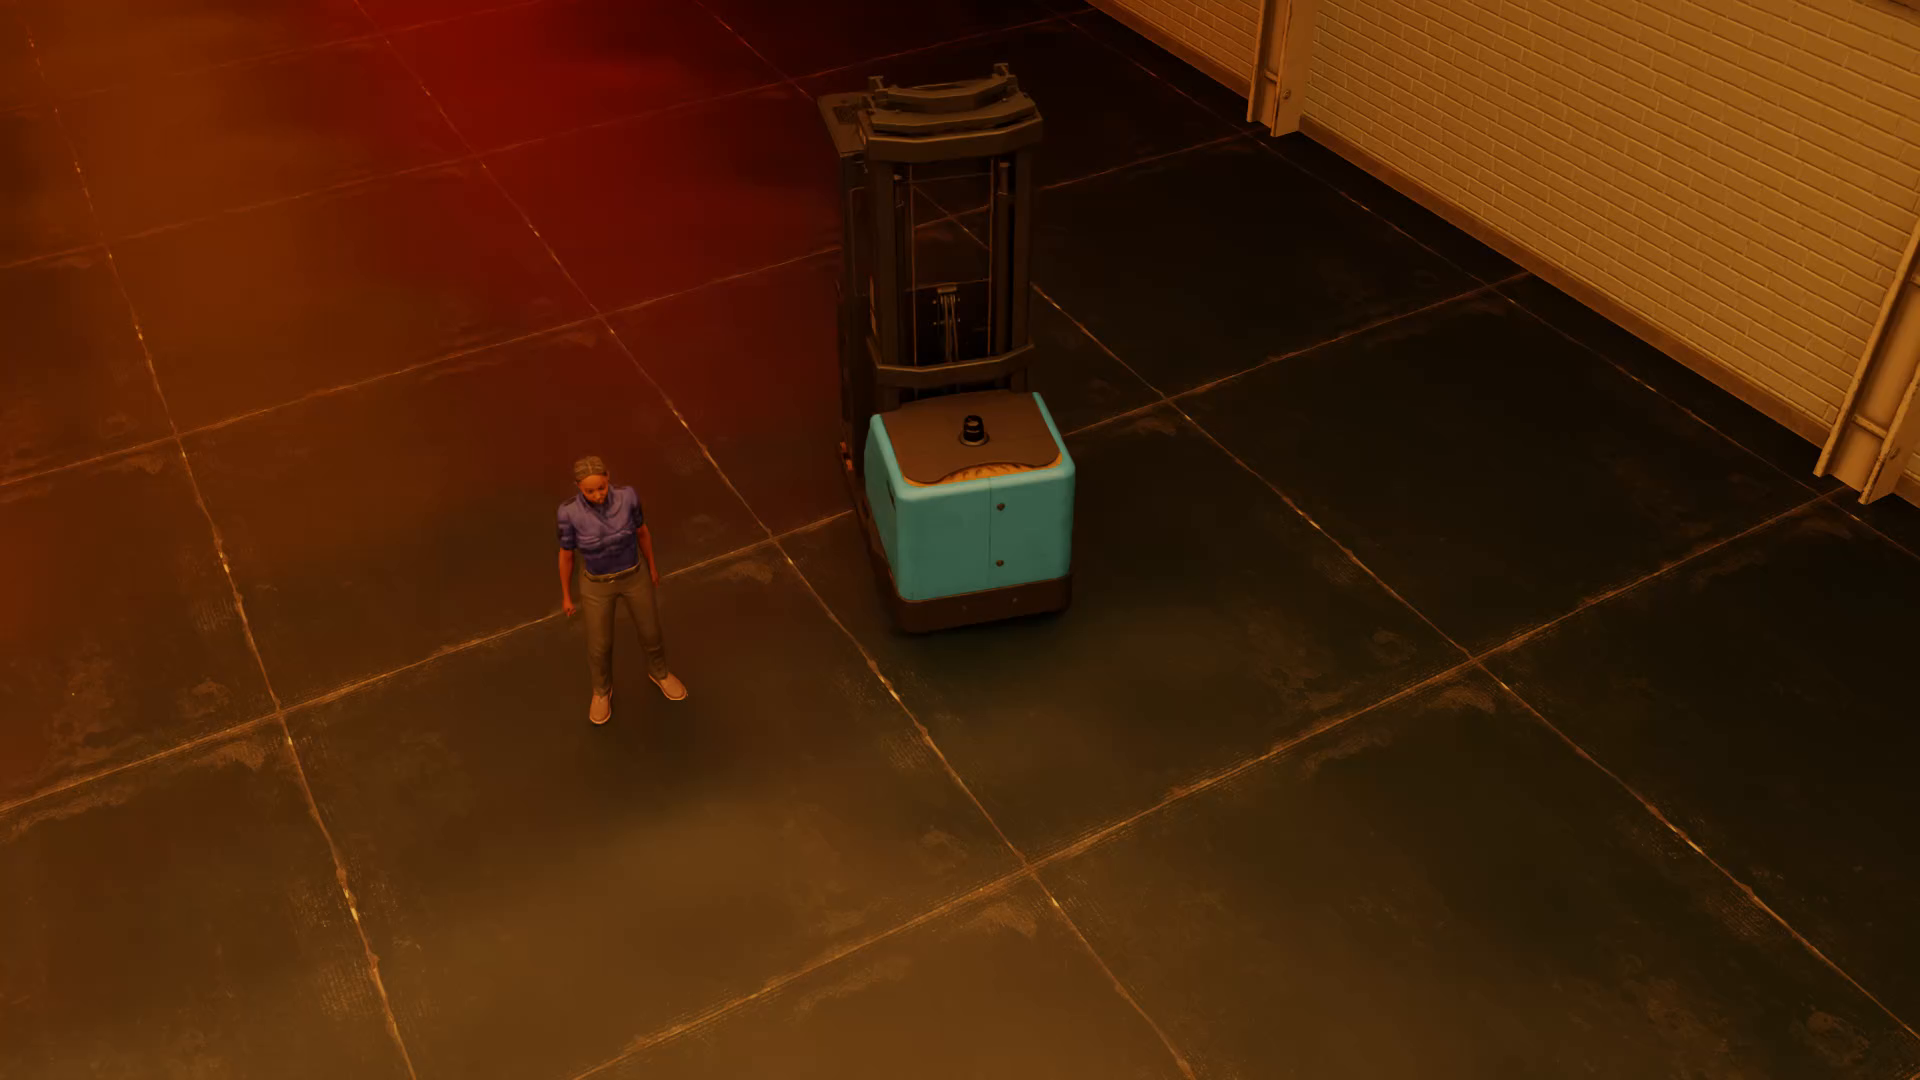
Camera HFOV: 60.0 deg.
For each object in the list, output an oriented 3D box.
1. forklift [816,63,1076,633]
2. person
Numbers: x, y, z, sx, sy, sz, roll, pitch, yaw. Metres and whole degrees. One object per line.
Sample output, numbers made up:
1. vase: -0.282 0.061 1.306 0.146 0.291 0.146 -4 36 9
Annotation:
1. forklift: -0.193 -1.540 9.892 1.130 2.935 3.031 -9 41 -11
2. person: -1.827 0.235 8.762 0.567 1.663 0.318 -16 42 -18
